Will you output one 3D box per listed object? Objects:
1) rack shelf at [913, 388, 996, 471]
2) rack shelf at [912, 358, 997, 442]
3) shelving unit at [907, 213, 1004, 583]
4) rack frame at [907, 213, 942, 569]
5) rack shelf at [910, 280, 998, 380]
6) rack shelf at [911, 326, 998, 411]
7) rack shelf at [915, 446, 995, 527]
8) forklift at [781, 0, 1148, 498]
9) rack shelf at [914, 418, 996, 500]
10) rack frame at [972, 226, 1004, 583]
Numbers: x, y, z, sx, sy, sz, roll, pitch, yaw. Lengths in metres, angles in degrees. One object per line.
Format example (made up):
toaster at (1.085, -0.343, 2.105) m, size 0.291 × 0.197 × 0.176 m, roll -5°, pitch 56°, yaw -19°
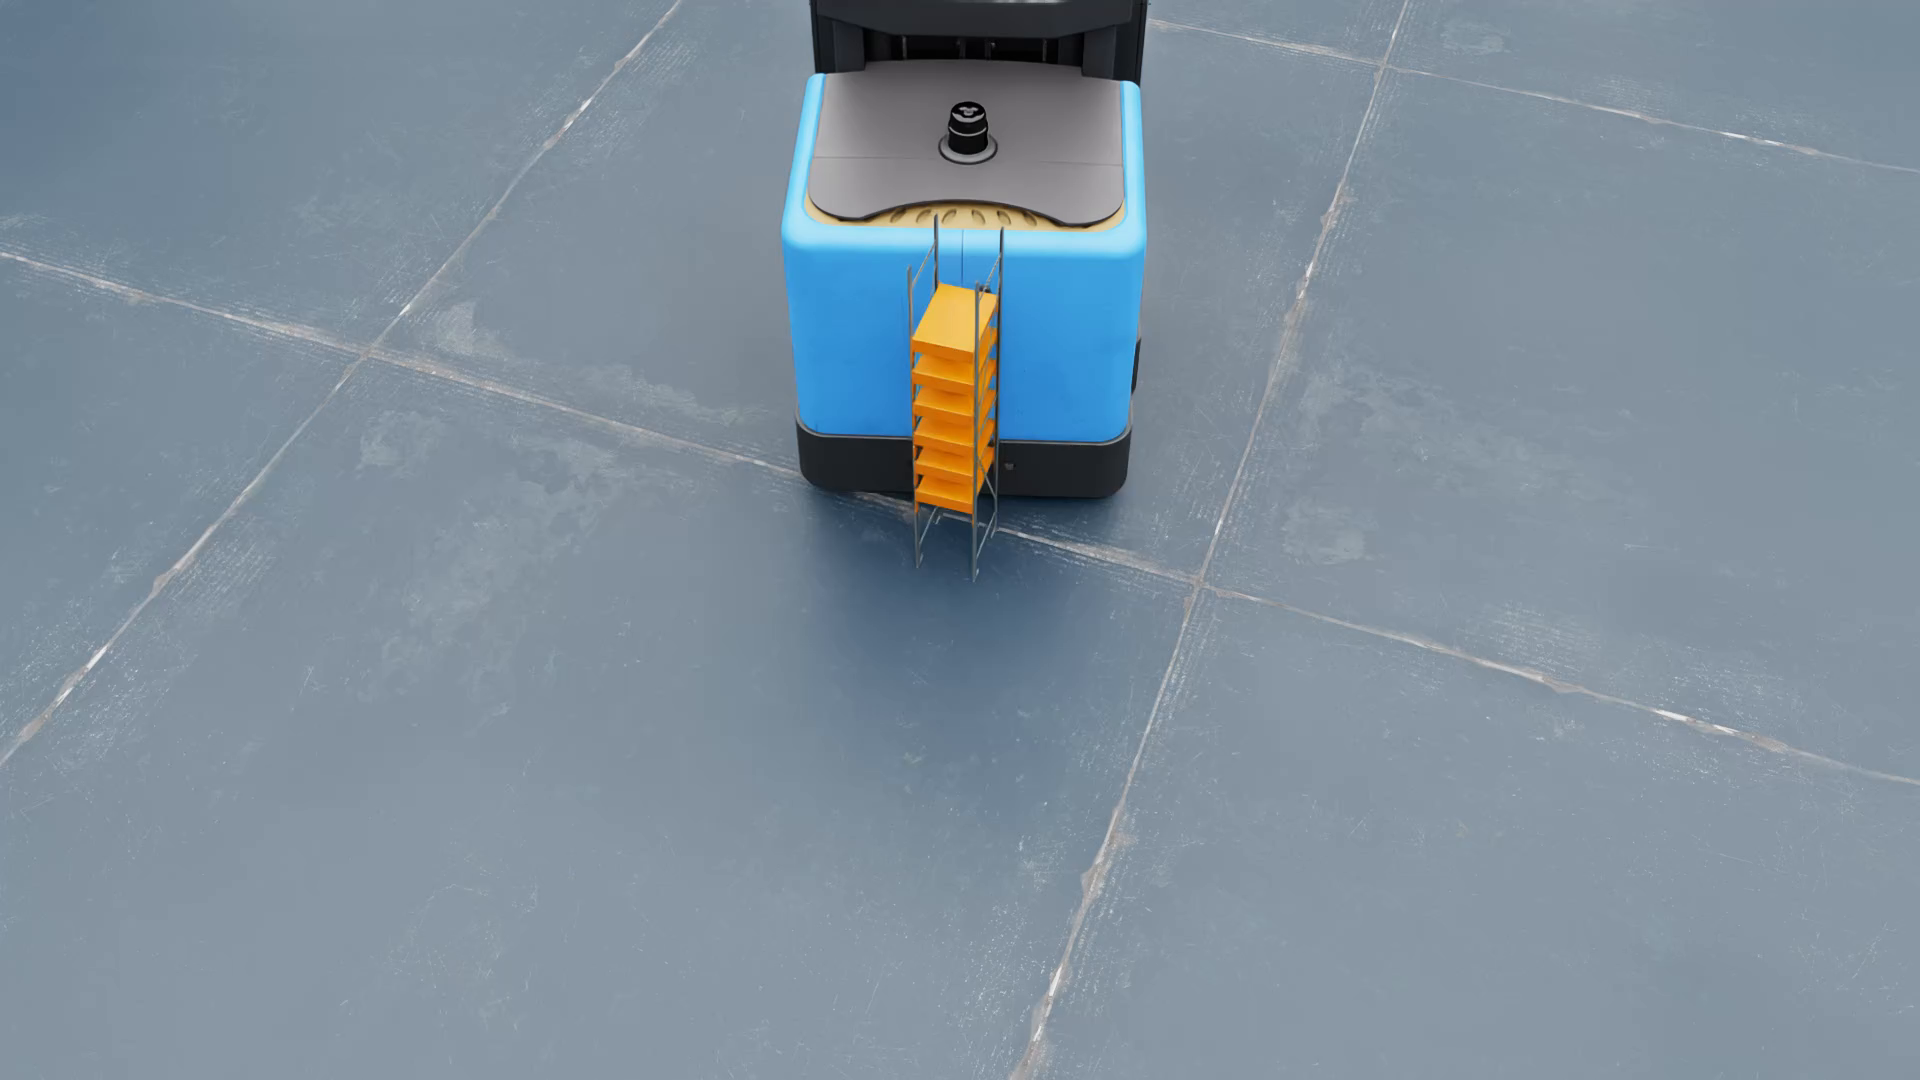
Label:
rack shelf at (-0.010, -0.339, 4.809) m, size 0.180 × 0.103 × 0.258 m, roll 14°, pitch 50°, yaw 11°
rack shelf at (-0.010, -0.418, 4.718) m, size 0.180 × 0.103 × 0.258 m, roll 14°, pitch 50°, yaw 11°
shelving unit at (-0.010, -0.368, 4.775) m, size 0.189 × 1.200 × 0.258 m, roll 14°, pitch 50°, yaw 11°
rack frame at (-0.097, -0.389, 4.793) m, size 0.006 × 1.200 × 0.240 m, roll 14°, pitch 50°, yaw 11°
rack shelf at (-0.010, -0.575, 4.537) m, size 0.180 × 0.103 × 0.258 m, roll 14°, pitch 50°, yaw 11°
rack shelf at (-0.010, -0.496, 4.627) m, size 0.180 × 0.103 × 0.258 m, roll 14°, pitch 50°, yaw 11°
rack shelf at (-0.010, -0.182, 4.990) m, size 0.180 × 0.103 × 0.258 m, roll 14°, pitch 50°, yaw 11°
forklift at (0.070, -2.204, 5.220) m, size 1.130 × 2.935 × 3.031 m, roll 2°, pitch 49°, yaw 2°
rack shelf at (-0.010, -0.260, 4.899) m, size 0.180 × 0.103 × 0.258 m, roll 14°, pitch 50°, yaw 11°
rack frame at (0.077, -0.347, 4.757) m, size 0.006 × 1.200 × 0.240 m, roll 14°, pitch 50°, yaw 11°
